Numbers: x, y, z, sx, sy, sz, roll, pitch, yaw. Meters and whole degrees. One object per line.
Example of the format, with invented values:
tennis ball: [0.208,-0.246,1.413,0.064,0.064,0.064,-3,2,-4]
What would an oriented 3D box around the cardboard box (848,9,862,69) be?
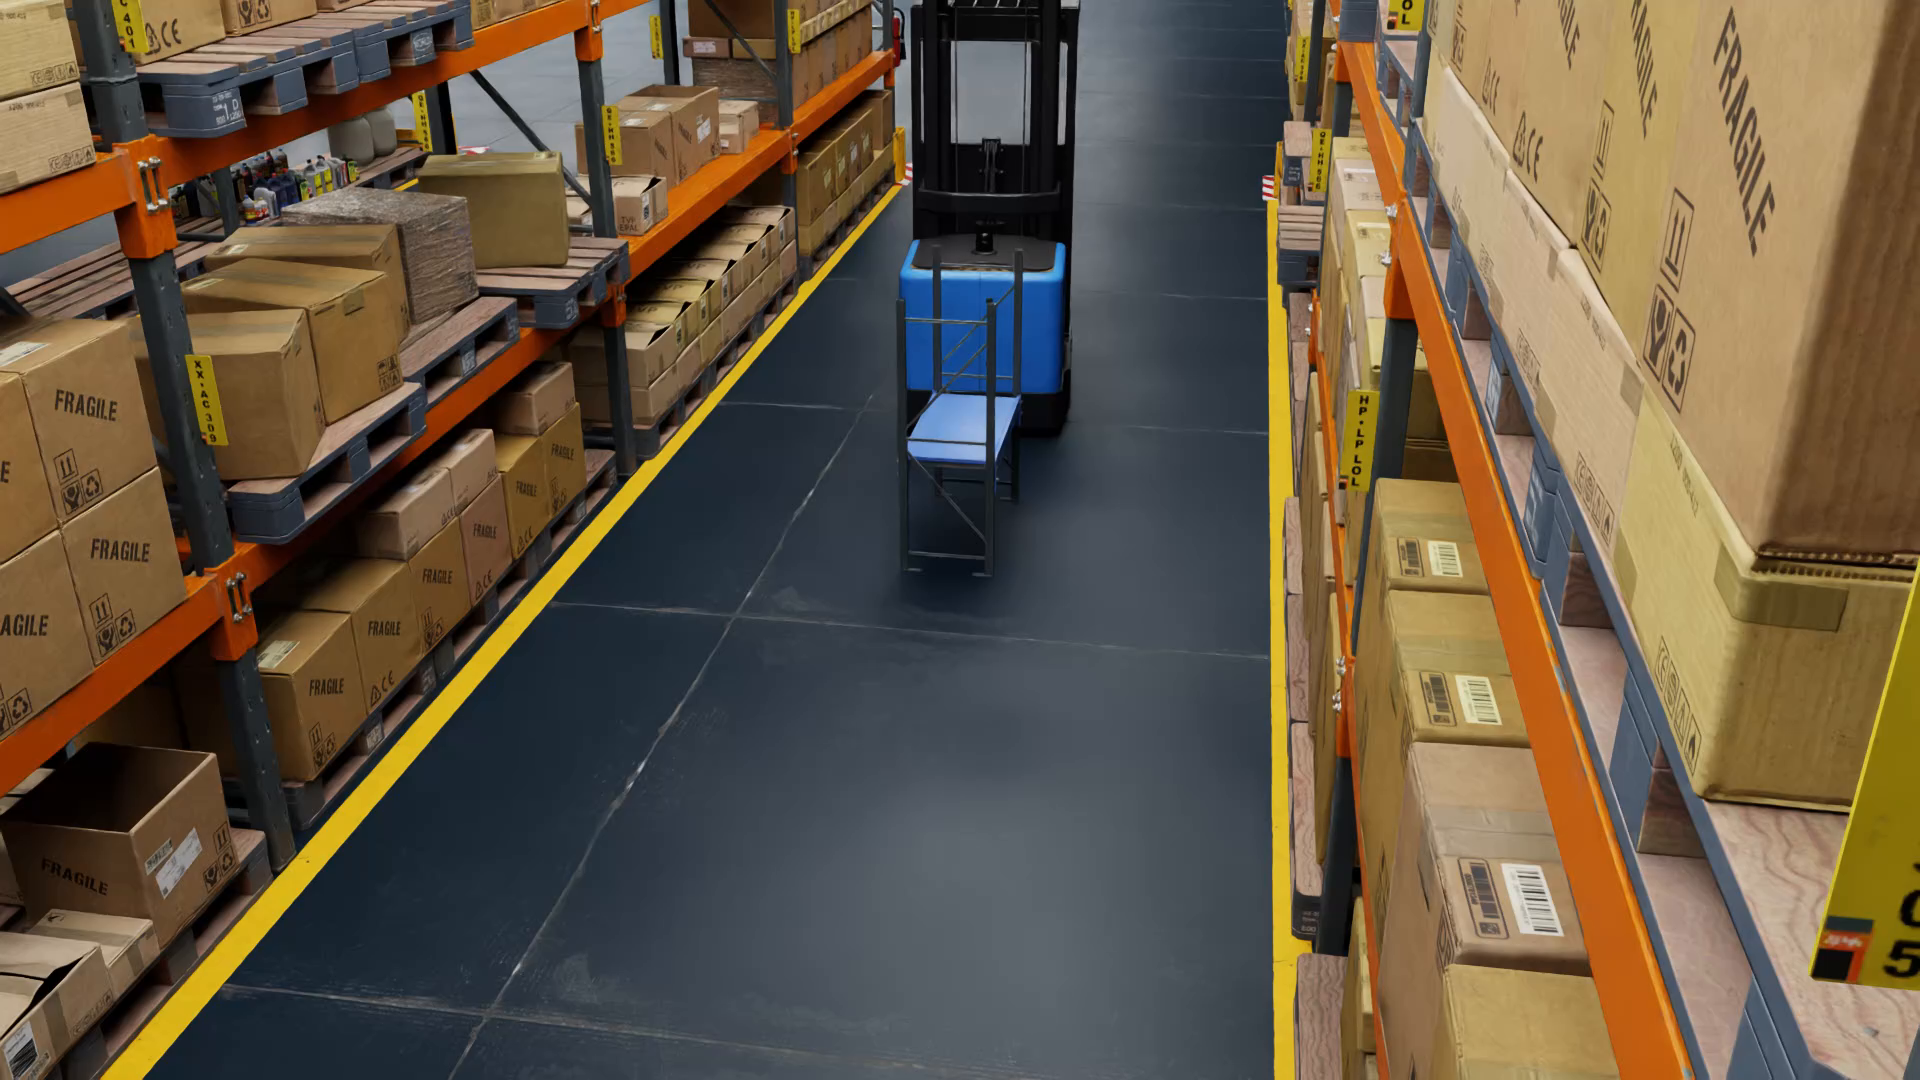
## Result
cardboard box: [-1.336,-4.771,15.786,0.700,0.500,0.500,5,25,10]

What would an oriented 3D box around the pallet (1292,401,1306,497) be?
pallet: [2.543,-0.516,10.103,1.003,0.211,1.213,4,25,9]

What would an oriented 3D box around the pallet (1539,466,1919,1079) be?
pallet: [1.217,0.264,1.713,1.003,0.211,1.213,4,25,9]

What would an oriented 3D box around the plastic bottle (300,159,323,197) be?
plastic bottle: [-6.065,-3.377,15.531,0.144,0.351,0.185,4,25,8]

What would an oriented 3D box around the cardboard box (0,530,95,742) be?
cardboard box: [-3.039,0.276,5.003,0.500,0.500,0.500,5,25,10]

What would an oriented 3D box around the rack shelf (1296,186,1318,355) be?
rack shelf: [2.741,-1.963,10.754,1.077,0.370,4.000,4,25,9]

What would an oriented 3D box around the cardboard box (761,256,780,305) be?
cardboard box: [-1.686,-2.007,12.747,0.500,0.250,0.500,4,25,8]

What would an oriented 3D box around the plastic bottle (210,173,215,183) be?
plastic bottle: [-6.869,-3.221,15.279,0.061,0.283,0.133,6,26,12]

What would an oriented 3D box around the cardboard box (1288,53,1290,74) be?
cardboard box: [3.257,-4.339,15.135,0.500,0.250,0.500,3,25,7]

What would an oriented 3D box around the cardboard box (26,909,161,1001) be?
cardboard box: [-2.943,1.390,5.586,0.380,0.149,0.250,4,25,9]

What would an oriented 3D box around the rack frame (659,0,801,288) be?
rack frame: [-1.820,-3.467,13.118,1.000,3.000,0.127,4,25,9]

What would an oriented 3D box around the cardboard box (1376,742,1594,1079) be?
cardboard box: [1.421,0.921,3.391,0.980,0.700,0.700,3,25,6]

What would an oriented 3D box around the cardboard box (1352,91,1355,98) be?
cardboard box: [2.776,-2.648,10.733,0.700,0.500,0.500,8,26,16]

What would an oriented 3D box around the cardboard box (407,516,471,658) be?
cardboard box: [-2.643,0.194,7.726,0.500,0.500,0.500,4,25,9]

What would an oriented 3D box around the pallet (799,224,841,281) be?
pallet: [-1.649,-2.534,14.414,1.003,0.211,1.213,4,25,9]

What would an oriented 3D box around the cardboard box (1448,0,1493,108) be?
cardboard box: [1.289,-1.151,3.311,0.500,0.500,0.500,3,25,7]

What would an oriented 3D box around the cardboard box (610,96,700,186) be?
cardboard box: [-2.130,-2.762,11.495,0.500,0.500,0.500,4,25,9]

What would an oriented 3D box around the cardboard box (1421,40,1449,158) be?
cardboard box: [1.387,-1.035,3.947,0.500,0.250,0.500,4,25,8]

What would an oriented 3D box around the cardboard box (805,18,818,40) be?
cardboard box: [-1.419,-4.332,14.084,0.380,0.149,0.250,3,25,7]

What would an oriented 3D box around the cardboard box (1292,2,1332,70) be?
cardboard box: [3.093,-4.262,14.085,0.500,0.500,0.500,5,26,10]

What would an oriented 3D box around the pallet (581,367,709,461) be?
pallet: [-2.301,-0.872,10.865,1.003,0.211,1.213,4,25,9]

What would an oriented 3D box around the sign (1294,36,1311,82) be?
sign: [2.531,-3.552,12.278,0.100,0.325,0.005,4,25,9]

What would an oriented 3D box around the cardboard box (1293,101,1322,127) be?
cardboard box: [2.846,-3.285,12.884,0.500,0.250,0.500,4,25,9]

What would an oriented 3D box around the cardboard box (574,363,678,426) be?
cardboard box: [-2.099,-0.937,10.462,0.500,0.250,0.500,4,25,8]

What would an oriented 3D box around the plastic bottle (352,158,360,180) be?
plastic bottle: [-5.920,-3.618,16.223,0.097,0.201,0.097,0,25,0]

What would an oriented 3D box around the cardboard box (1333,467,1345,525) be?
cardboard box: [1.626,-0.163,6.332,0.380,0.149,0.250,4,25,9]

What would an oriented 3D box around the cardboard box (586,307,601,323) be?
cardboard box: [-2.553,-1.447,10.889,0.500,0.311,0.500,4,25,8]

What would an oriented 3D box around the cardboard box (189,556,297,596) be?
cardboard box: [-3.241,0.380,7.330,0.500,0.500,0.500,4,25,9]

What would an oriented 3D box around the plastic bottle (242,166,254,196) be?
plastic bottle: [-6.666,-3.346,15.545,0.061,0.283,0.133,4,25,9]

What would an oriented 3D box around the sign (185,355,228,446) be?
sign: [-2.591,-0.479,5.713,0.100,0.325,0.005,4,25,9]

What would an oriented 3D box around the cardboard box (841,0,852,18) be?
cardboard box: [-1.210,-4.874,15.242,0.380,0.149,0.250,5,26,10]

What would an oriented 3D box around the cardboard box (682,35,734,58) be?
cardboard box: [-1.987,-3.934,13.234,0.380,0.149,0.250,4,25,8]

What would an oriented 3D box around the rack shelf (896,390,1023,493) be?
rack shelf: [0.014,-0.552,9.085,0.538,0.185,1.000,4,25,9]

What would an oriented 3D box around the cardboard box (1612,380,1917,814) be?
cardboard box: [0.964,0.043,1.645,0.500,0.250,0.500,5,26,10]

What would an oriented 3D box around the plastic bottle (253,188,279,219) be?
plastic bottle: [-6.196,-3.017,14.852,0.152,0.276,0.135,5,26,10]

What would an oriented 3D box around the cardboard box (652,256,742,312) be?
cardboard box: [-1.852,-1.840,11.729,0.500,0.311,0.500,4,25,8]

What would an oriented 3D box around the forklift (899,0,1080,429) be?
forklift: [0.243,-2.622,11.395,1.130,2.935,3.031,2,25,4]

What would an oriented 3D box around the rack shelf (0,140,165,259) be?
rack shelf: [-3.454,-0.317,3.700,1.077,0.370,4.000,4,25,9]

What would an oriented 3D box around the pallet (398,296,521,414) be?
pallet: [-2.787,-0.893,7.846,1.003,0.211,1.213,4,25,9]

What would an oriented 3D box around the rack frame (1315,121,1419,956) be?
rack frame: [1.760,0.221,5.240,1.000,3.000,0.127,4,25,9]

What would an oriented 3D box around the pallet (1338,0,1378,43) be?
pallet: [2.361,-2.452,7.635,1.213,0.211,1.003,5,26,11]

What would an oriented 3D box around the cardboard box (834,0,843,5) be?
cardboard box: [-1.426,-5.125,15.012,0.700,0.500,0.500,4,25,9]

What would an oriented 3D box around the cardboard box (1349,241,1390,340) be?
cardboard box: [1.760,-0.948,6.359,0.500,0.250,0.500,5,25,10]

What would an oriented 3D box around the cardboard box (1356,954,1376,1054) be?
cardboard box: [1.301,1.305,4.611,0.380,0.149,0.250,5,26,10]

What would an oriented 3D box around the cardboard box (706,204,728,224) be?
cardboard box: [-2.133,-2.510,13.161,0.500,0.311,0.500,4,25,9]

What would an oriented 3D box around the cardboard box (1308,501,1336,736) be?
cardboard box: [1.880,0.351,7.001,0.750,0.750,0.750,5,26,10]

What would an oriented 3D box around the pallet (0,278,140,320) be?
pallet: [-6.993,-1.706,12.645,1.003,0.211,1.213,4,25,9]

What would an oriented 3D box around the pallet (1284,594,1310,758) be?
pallet: [2.009,0.644,7.625,1.003,0.211,1.213,4,25,9]

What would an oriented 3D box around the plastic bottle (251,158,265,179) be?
plastic bottle: [-6.729,-3.526,15.944,0.097,0.271,0.097,0,25,0]

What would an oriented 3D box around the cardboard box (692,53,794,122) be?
cardboard box: [-1.754,-3.698,13.494,0.700,0.500,0.500,3,25,7]

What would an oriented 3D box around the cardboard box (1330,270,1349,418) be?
cardboard box: [1.828,-0.812,6.953,0.500,0.500,0.500,5,25,10]

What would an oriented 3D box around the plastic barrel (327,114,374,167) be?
plastic barrel: [-6.167,-4.058,16.820,0.421,0.512,0.421,0,25,0]

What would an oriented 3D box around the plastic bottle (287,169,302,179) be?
plastic bottle: [-6.215,-3.343,15.547,0.152,0.276,0.135,4,25,9]

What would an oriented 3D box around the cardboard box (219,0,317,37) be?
cardboard box: [-2.886,-2.247,6.242,0.600,0.600,0.600,4,25,8]

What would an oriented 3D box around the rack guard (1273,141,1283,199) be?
rack guard: [3.709,-3.634,16.424,1.175,0.500,0.348,4,25,9]

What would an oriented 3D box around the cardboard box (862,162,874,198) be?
cardboard box: [-1.112,-3.421,15.768,0.500,0.250,0.500,4,25,9]

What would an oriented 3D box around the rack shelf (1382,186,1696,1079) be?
rack shelf: [1.433,0.025,2.970,1.077,0.370,4.000,4,25,9]

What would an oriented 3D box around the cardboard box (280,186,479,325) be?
cardboard box: [-2.803,-1.389,8.066,0.700,0.500,0.500,9,27,18]

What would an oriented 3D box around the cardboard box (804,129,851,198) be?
cardboard box: [-1.272,-3.342,14.715,0.500,0.500,0.500,4,25,9]

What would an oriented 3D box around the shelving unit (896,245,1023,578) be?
shelving unit: [0.014,-0.715,9.008,0.538,1.500,1.048,4,25,9]
